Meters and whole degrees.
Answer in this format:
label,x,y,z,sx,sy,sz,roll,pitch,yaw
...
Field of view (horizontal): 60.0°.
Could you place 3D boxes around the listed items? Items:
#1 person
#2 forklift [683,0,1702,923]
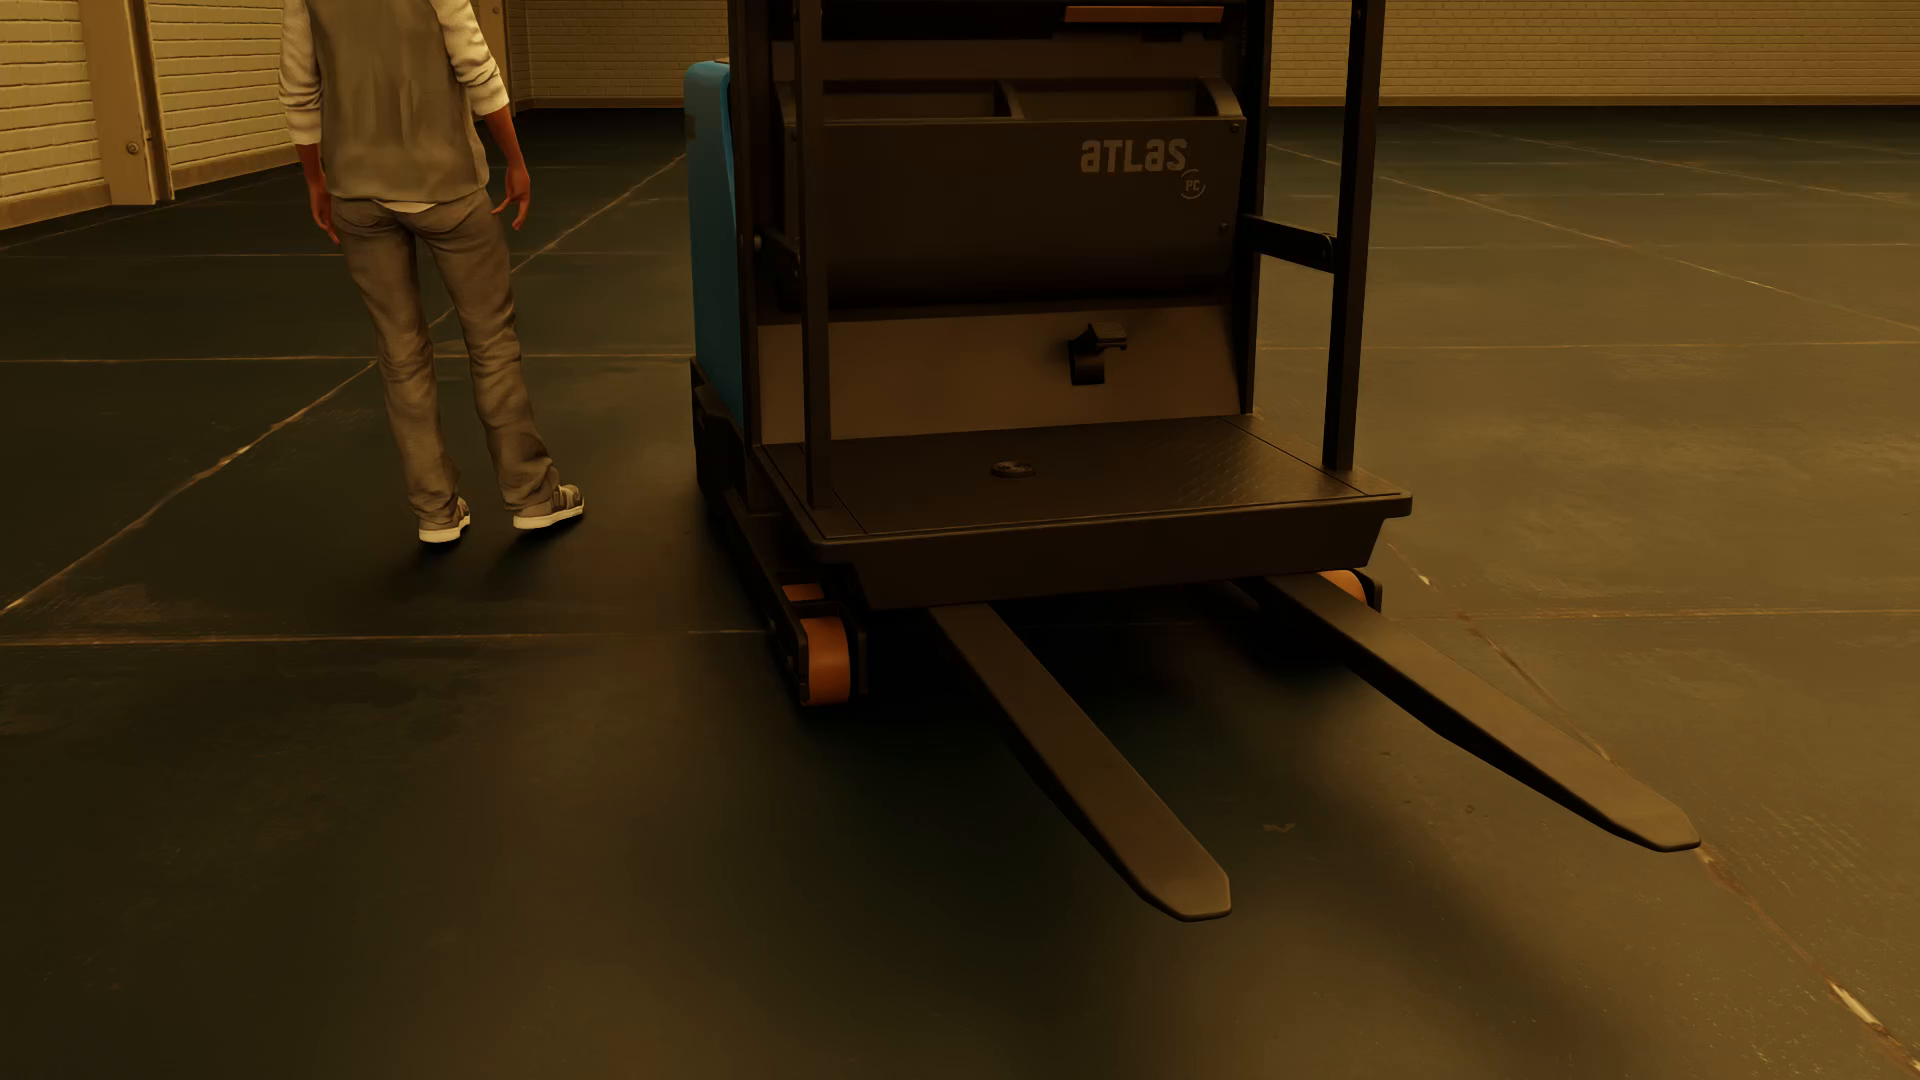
label,x,y,z,sx,sy,sz,roll,pitch,yaw
person,-1.192,-0.780,3.714,0.521,1.598,0.473,1,17,2
forklift,0.162,-1.229,2.926,1.130,2.935,3.031,-5,18,-15
